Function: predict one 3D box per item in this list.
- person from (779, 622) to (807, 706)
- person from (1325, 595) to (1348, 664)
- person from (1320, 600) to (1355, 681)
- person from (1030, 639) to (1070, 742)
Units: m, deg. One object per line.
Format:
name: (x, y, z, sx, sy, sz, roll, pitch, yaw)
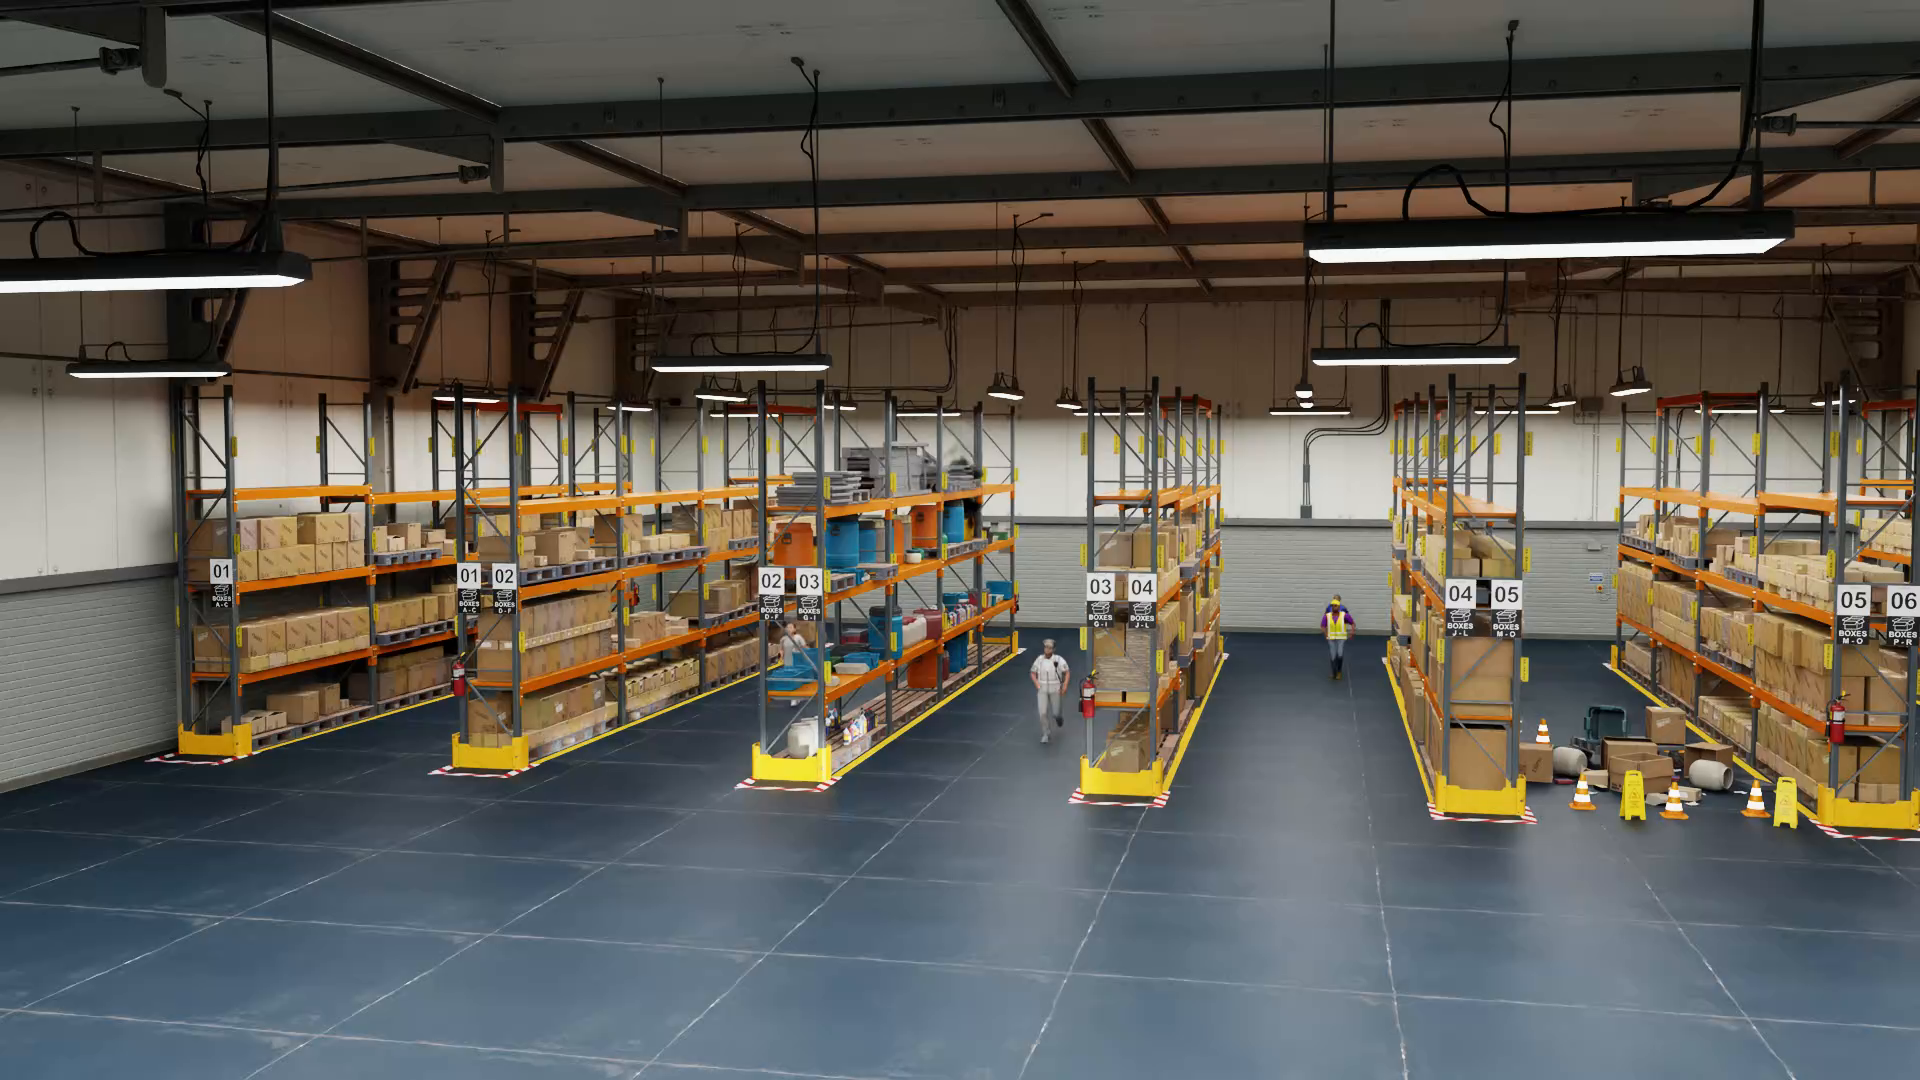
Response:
person: (-3.242, 2.390, 31.992, 0.539, 1.626, 0.541, 1, 3, 11)
person: (8.743, 2.052, 38.595, 0.565, 1.604, 0.595, 1, 3, 21)
person: (8.058, 2.143, 35.582, 0.712, 1.729, 0.639, 1, 3, 22)
person: (1.539, 2.554, 28.493, 0.682, 1.738, 0.657, 1, 3, 9)
